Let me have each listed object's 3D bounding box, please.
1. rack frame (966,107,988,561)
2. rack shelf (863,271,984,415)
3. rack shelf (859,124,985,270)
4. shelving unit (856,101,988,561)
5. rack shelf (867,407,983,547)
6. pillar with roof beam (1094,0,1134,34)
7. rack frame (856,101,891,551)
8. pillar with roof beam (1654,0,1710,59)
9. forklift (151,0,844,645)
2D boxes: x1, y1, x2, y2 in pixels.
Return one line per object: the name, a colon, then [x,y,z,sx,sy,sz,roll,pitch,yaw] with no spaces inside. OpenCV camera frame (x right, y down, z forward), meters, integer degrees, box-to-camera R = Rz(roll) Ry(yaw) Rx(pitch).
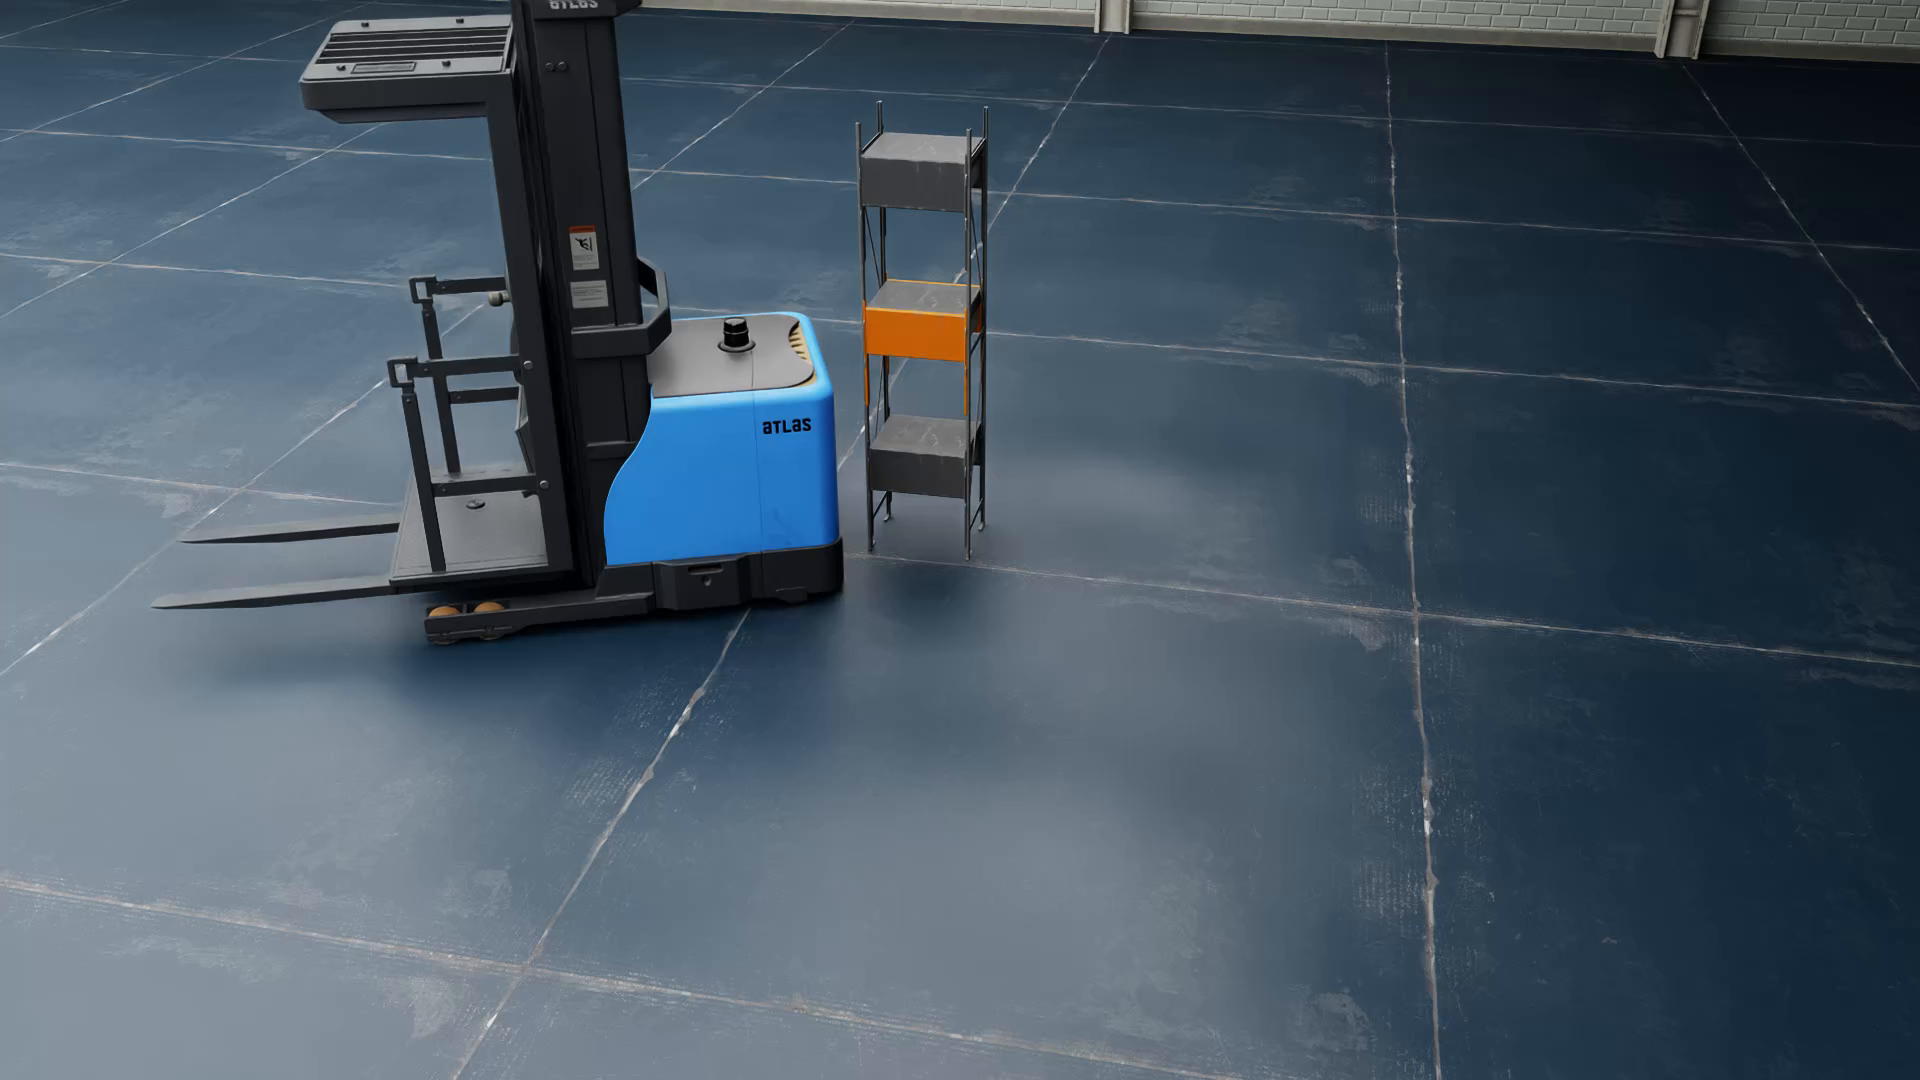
rack frame: [0.077,-0.913,7.731,0.015,2.100,0.400,6,29,11]
rack shelf: [-0.162,-0.926,7.783,0.480,0.518,0.431,6,29,11]
rack shelf: [-0.162,-1.540,7.447,0.480,0.518,0.431,6,29,11]
shelving unit: [-0.162,-0.938,7.776,0.503,2.100,0.431,6,29,11]
rack shelf: [-0.162,-0.312,8.119,0.480,0.518,0.431,6,29,11]
pillar with roof beam: [0.830,-7.674,12.897,0.400,9.000,9.100,6,29,11]
rack frame: [-0.401,-0.962,7.821,0.015,2.100,0.400,6,29,11]
pillar with roof beam: [6.698,-7.072,11.798,0.400,9.000,9.100,6,29,11]
forklift: [-2.111,-1.097,7.202,3.031,2.935,1.130,-5,29,-10]
